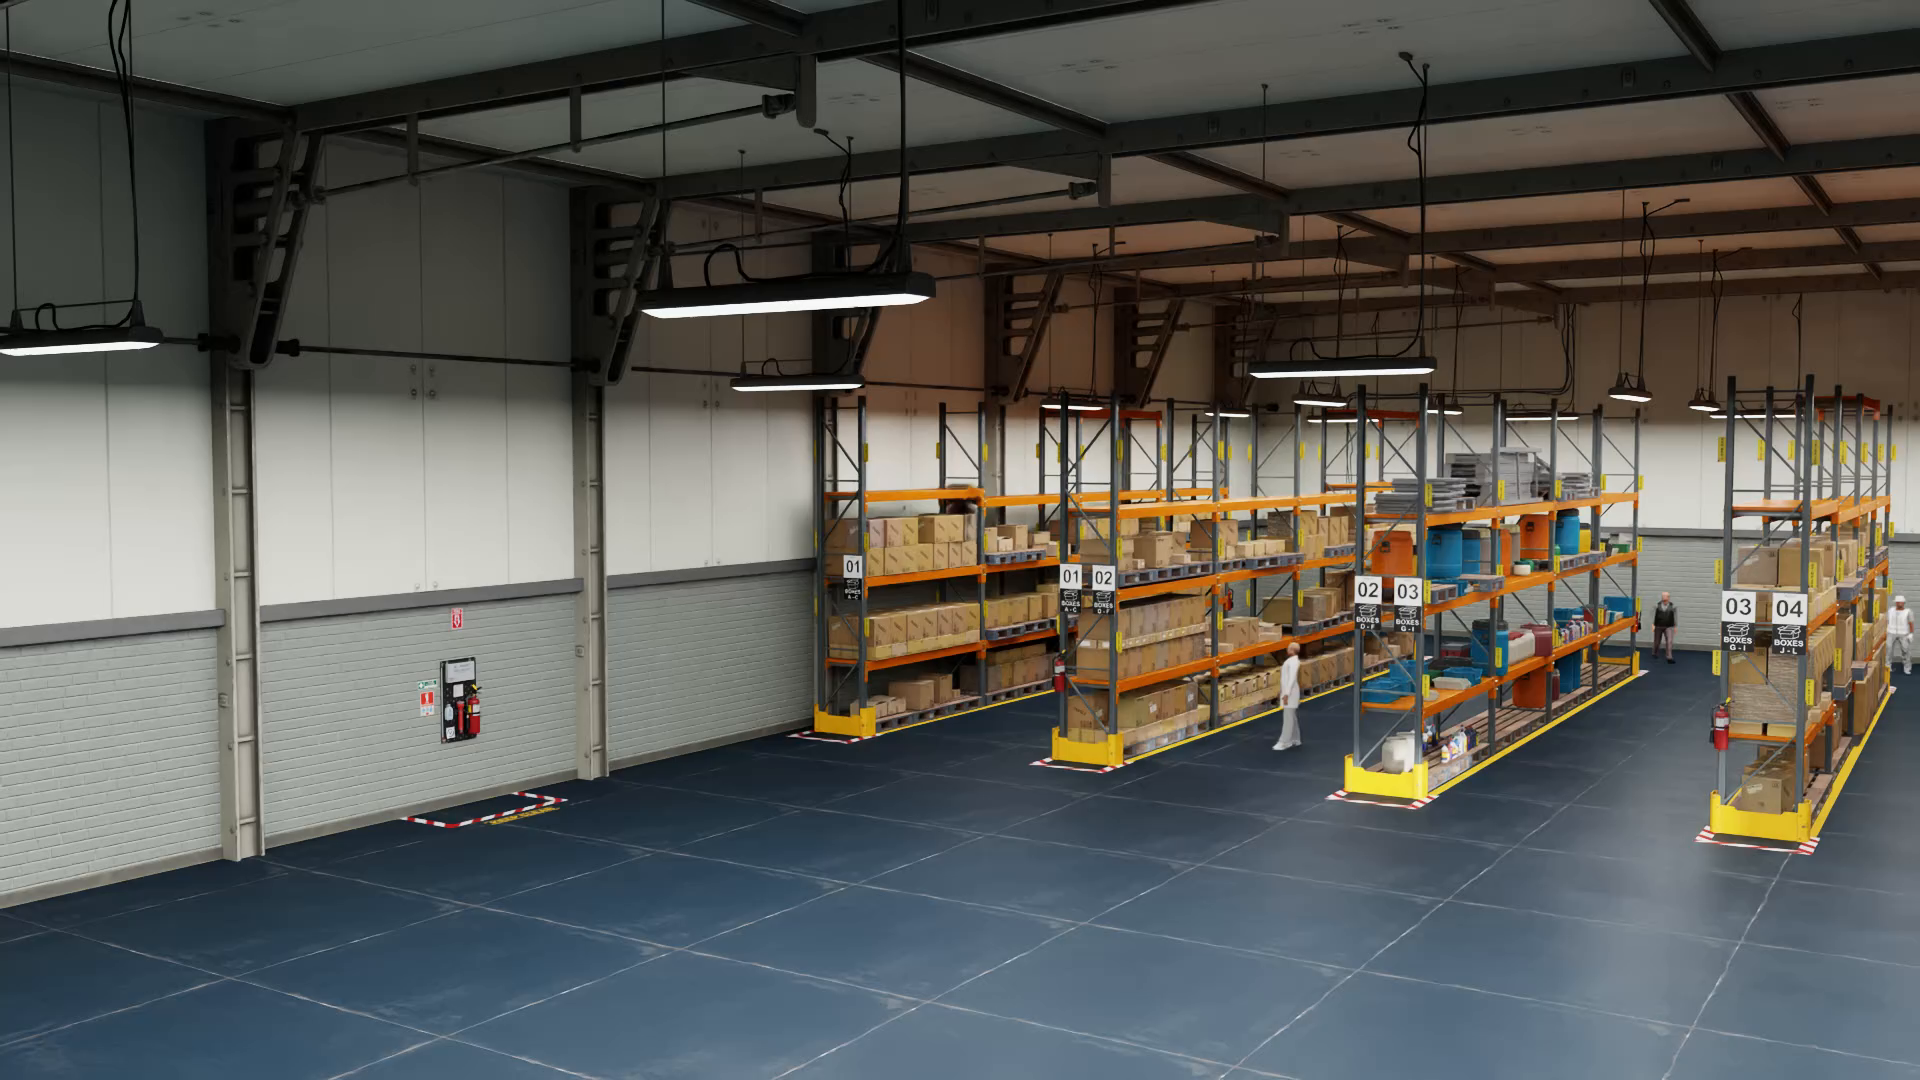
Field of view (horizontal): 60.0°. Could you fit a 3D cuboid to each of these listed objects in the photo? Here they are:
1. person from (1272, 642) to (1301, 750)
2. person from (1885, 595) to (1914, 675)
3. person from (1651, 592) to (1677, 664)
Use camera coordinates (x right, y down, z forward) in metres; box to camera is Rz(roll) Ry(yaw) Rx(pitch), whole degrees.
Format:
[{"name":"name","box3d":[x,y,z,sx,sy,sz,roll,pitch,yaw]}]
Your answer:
[{"name":"person","box3d":[5.542,2.639,28.237,0.566,1.808,0.601,0,3,-5]},{"name":"person","box3d":[21.292,2.151,37.758,0.641,1.806,0.426,2,3,31]},{"name":"person","box3d":[16.774,2.077,39.602,0.601,1.682,1.018,1,3,10]}]
